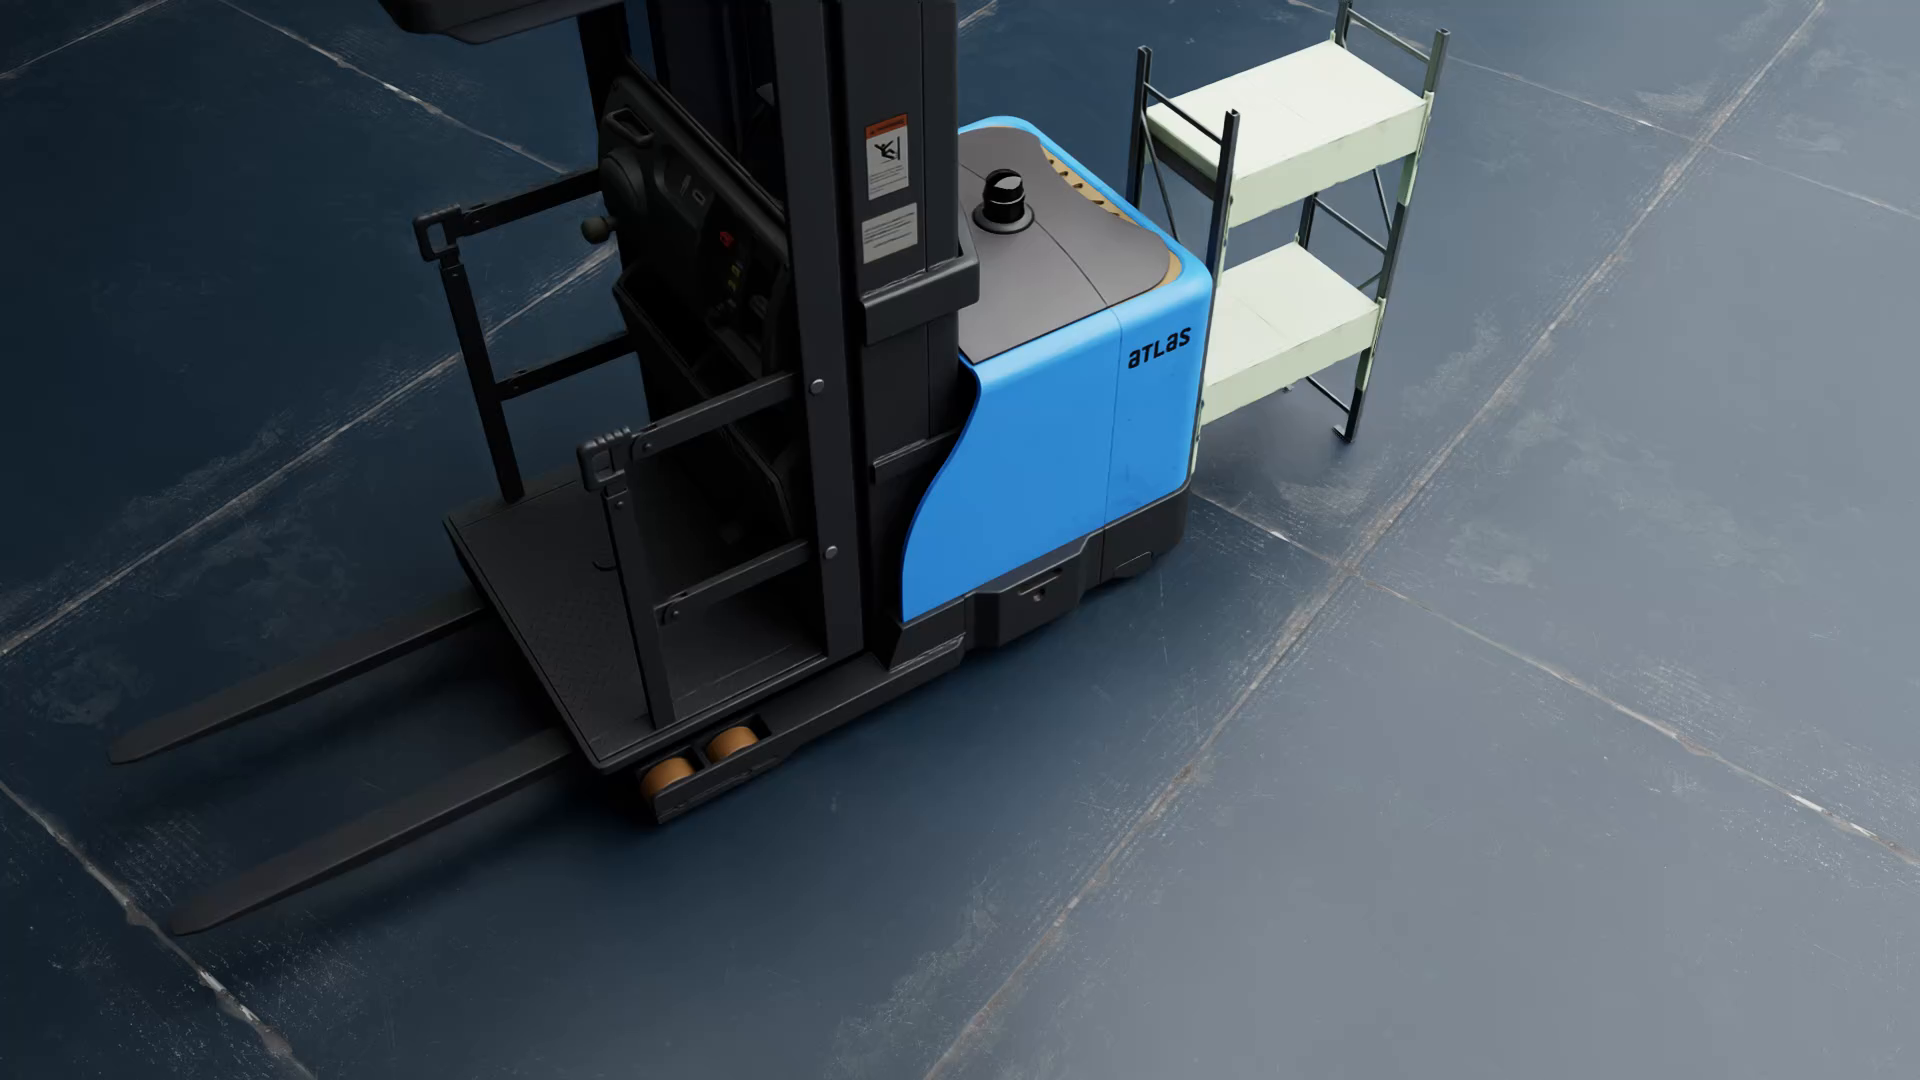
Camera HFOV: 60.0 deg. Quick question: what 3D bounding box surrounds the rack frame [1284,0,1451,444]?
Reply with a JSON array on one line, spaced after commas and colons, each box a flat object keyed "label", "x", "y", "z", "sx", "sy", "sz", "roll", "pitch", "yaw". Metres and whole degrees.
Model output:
[{"label": "rack frame", "x": 1.206, "y": -0.965, "z": 5.135, "sx": 0.023, "sy": 1.500, "sz": 0.400, "roll": -25, "pitch": 51, "yaw": -22}]

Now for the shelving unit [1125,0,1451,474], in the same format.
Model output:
[{"label": "shelving unit", "x": 0.899, "y": -0.821, "z": 4.997, "sx": 0.755, "sy": 1.500, "sz": 0.431, "roll": -25, "pitch": 51, "yaw": -22}]

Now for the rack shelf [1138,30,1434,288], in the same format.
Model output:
[{"label": "rack shelf", "x": 0.899, "y": -1.090, "z": 4.715, "sx": 0.720, "sy": 0.370, "sz": 0.431, "roll": -25, "pitch": 51, "yaw": -22}]

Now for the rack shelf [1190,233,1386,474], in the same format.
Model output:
[{"label": "rack shelf", "x": 0.899, "y": -0.596, "z": 5.233, "sx": 0.720, "sy": 0.370, "sz": 0.431, "roll": -25, "pitch": 51, "yaw": -22}]

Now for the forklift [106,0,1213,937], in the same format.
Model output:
[{"label": "forklift", "x": -0.816, "y": -0.698, "z": 3.890, "sx": 3.031, "sy": 2.935, "sz": 1.130, "roll": -25, "pitch": 51, "yaw": -22}]

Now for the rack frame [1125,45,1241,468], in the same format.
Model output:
[{"label": "rack frame", "x": 0.592, "y": -0.676, "z": 4.859, "sx": 0.023, "sy": 1.500, "sz": 0.400, "roll": -25, "pitch": 51, "yaw": -22}]
